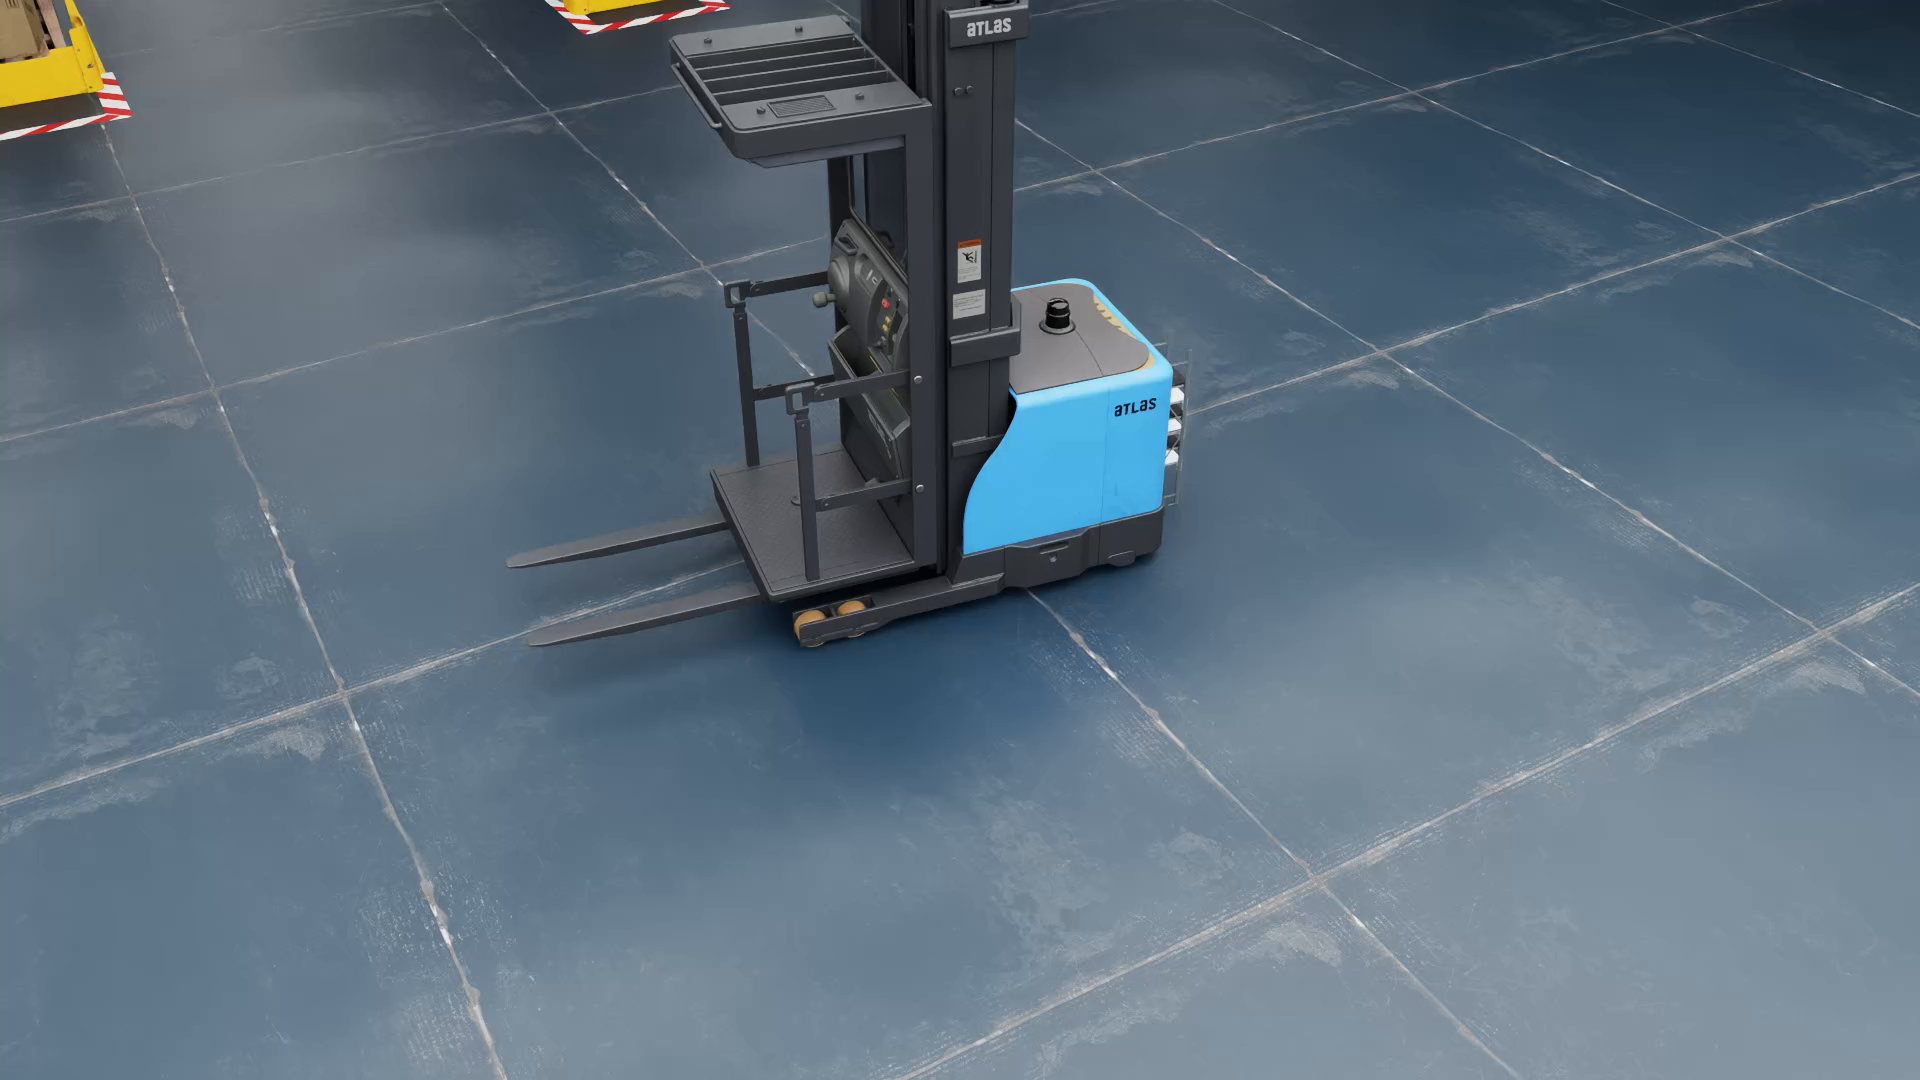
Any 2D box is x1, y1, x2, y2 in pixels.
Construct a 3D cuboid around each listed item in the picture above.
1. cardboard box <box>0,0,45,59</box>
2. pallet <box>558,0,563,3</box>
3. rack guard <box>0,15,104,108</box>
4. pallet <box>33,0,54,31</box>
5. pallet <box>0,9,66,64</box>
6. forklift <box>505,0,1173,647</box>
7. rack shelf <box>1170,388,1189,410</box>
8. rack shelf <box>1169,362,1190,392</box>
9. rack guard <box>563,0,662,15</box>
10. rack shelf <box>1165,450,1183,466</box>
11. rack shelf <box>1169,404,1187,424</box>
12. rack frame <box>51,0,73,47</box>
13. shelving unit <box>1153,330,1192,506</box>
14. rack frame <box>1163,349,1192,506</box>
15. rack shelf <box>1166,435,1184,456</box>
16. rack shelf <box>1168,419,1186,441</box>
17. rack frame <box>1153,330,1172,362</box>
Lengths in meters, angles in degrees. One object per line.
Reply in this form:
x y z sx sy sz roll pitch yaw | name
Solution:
-7.590 -4.118 13.109 0.500 0.500 0.500 -12 38 -16 | cardboard box
-3.421 -5.311 15.343 1.003 0.211 1.213 -19 40 -24 | pallet
-7.329 -3.664 12.843 1.175 0.500 0.348 -19 40 -24 | rack guard
-8.315 -4.594 14.361 1.003 0.211 1.213 -19 40 -24 | pallet
-7.706 -3.972 13.510 1.003 0.211 1.213 -19 40 -24 | pallet
-0.588 -1.049 7.202 3.031 2.935 1.130 -13 38 -17 | forklift
0.964 -0.697 8.193 0.258 0.077 0.200 -14 38 -18 | rack shelf
0.964 -0.770 8.140 0.258 0.077 0.200 -14 38 -18 | rack shelf
-2.939 -5.031 14.715 1.175 0.500 0.348 -19 40 -24 | rack guard
0.964 -0.406 8.405 0.258 0.077 0.200 -14 38 -18 | rack shelf
0.964 -0.624 8.246 0.258 0.077 0.200 -14 38 -18 | rack shelf
-7.291 -4.635 12.053 1.000 3.000 0.127 -19 40 -24 | rack frame
0.964 -0.579 8.279 0.258 0.900 0.210 -14 38 -18 | shelving unit
1.002 -0.523 8.203 0.240 0.900 0.006 -14 38 -18 | rack frame
0.964 -0.479 8.352 0.258 0.077 0.200 -14 38 -18 | rack shelf
0.964 -0.552 8.299 0.258 0.077 0.200 -14 38 -18 | rack shelf
0.925 -0.634 8.355 0.240 0.900 0.006 -14 38 -18 | rack frame
